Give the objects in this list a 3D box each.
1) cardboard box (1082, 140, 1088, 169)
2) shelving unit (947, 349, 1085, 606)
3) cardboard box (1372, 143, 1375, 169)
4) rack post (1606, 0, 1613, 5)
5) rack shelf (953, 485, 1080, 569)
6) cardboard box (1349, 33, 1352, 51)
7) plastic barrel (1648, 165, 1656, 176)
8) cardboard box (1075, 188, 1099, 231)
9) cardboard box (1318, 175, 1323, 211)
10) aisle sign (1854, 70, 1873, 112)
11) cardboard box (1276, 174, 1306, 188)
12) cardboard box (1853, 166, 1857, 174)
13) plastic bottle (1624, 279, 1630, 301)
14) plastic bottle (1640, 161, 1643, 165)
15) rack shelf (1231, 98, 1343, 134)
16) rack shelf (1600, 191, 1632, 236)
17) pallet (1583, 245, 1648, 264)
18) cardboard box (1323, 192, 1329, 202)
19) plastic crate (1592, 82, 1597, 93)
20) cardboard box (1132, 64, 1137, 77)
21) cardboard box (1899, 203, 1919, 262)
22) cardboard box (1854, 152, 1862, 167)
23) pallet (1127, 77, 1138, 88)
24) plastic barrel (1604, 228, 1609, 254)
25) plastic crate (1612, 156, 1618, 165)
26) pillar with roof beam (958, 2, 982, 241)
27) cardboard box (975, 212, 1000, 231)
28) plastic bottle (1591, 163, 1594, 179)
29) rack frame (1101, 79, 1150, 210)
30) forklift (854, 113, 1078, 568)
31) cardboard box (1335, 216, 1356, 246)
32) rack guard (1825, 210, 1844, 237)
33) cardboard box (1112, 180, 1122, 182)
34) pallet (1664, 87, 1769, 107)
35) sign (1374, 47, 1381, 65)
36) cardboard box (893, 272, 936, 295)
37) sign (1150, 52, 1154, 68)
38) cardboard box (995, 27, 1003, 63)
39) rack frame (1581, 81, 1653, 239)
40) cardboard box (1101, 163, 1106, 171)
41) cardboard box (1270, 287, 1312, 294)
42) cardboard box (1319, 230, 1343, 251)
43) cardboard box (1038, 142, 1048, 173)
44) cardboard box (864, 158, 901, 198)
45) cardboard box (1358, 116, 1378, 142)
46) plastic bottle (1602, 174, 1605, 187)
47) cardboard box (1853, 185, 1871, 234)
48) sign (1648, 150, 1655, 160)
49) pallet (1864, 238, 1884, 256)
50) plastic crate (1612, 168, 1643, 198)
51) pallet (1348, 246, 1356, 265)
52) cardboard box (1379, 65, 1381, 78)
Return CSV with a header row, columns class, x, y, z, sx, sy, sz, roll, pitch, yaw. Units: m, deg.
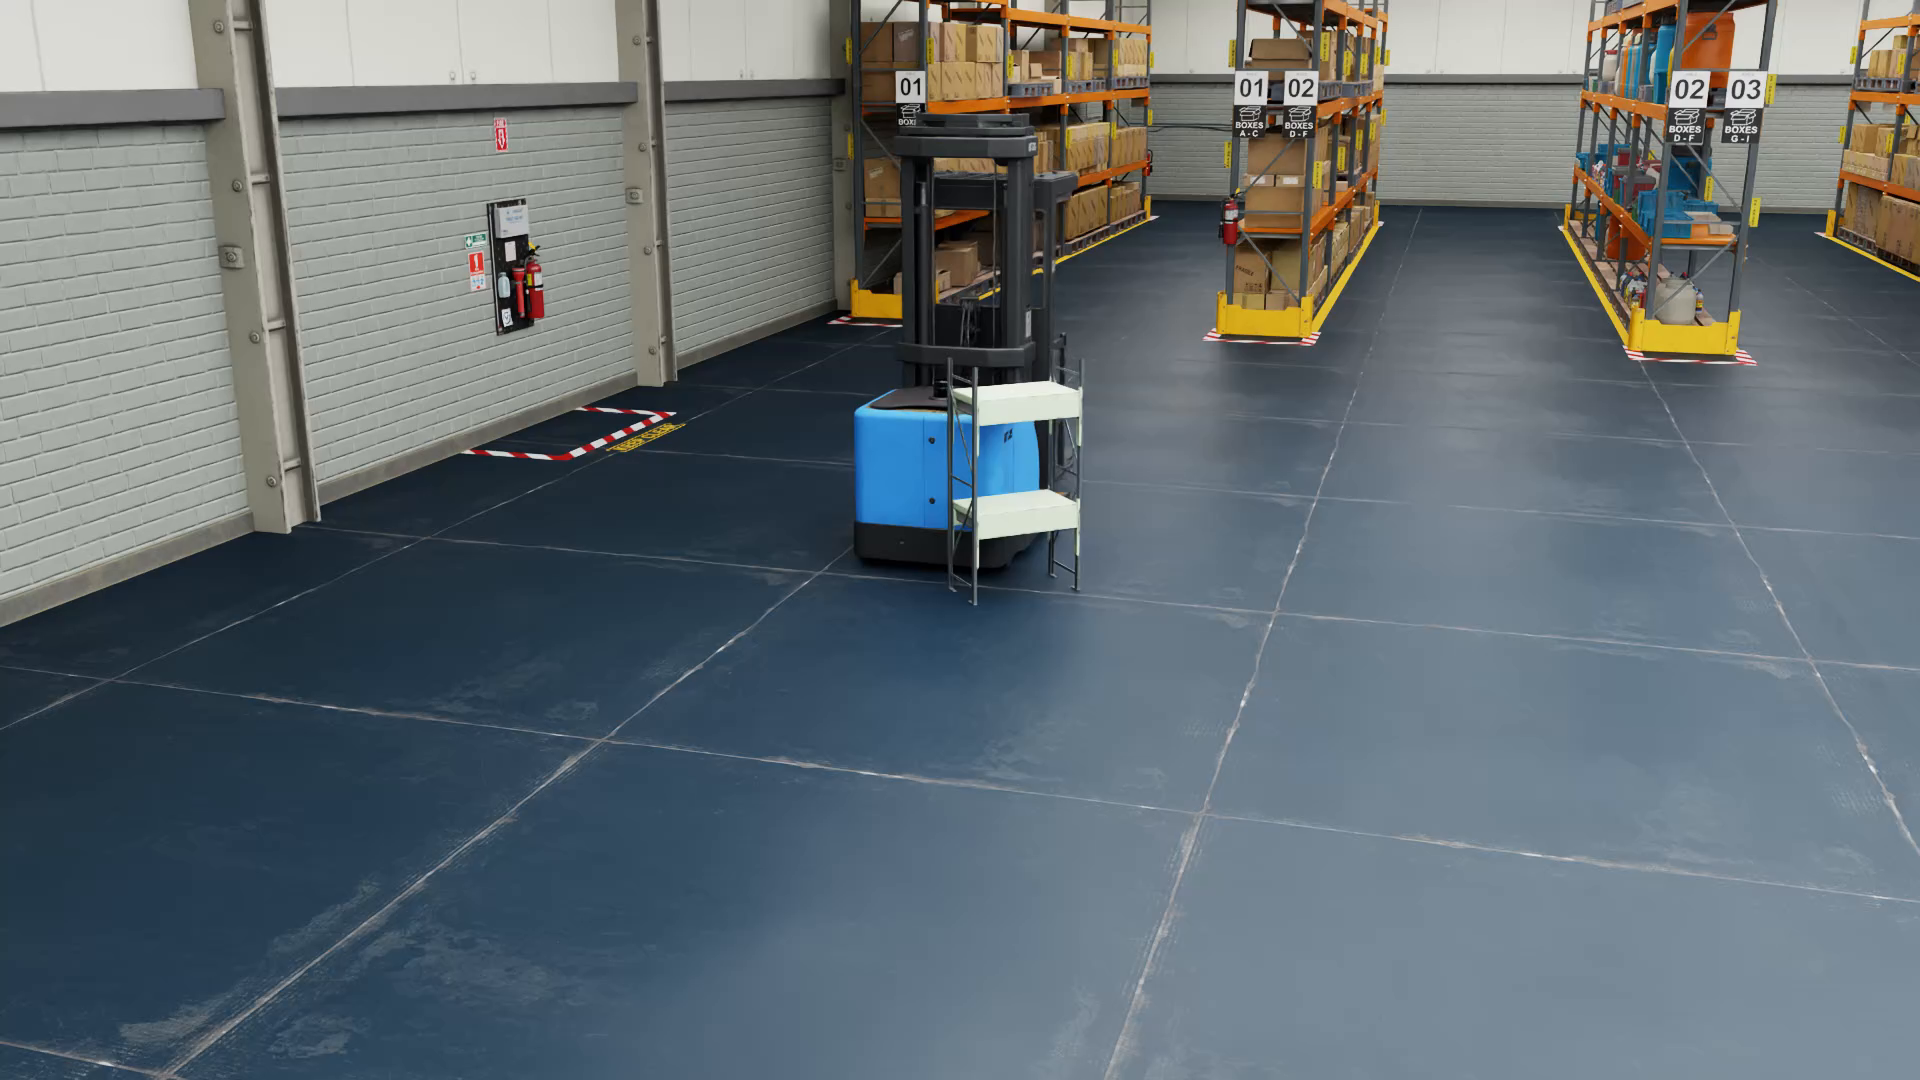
class,x,y,z,sx,sy,sz,roll,pitch,yaw
cardboard box,2.052,-7.109,30.630,0.500,0.500,0.500,5,16,16
shelving unit,0.346,-0.403,10.502,0.755,1.500,0.431,-7,17,-24
cardboard box,7.949,-7.623,33.025,0.500,0.500,0.500,5,16,16
rack post,11.735,-9.445,28.775,0.937,0.300,0.954,4,16,15
rack shelf,0.346,-0.090,10.591,0.720,0.370,0.431,-7,17,-24
cardboard box,6.394,-8.371,28.332,0.500,0.500,0.500,5,16,16
plastic barrel,10.660,-5.424,25.251,0.421,0.512,0.421,0,16,0
cardboard box,2.196,-6.336,31.841,0.750,0.750,0.750,5,17,18
cardboard box,4.719,-4.898,23.417,0.700,0.500,0.500,4,16,15
aisle sign,17.623,-8.768,32.481,0.394,0.787,0.004,5,16,16
cardboard box,4.164,-4.505,20.842,0.380,0.149,0.250,5,16,15
cardboard box,17.182,-7.018,31.536,0.380,0.149,0.250,4,16,15
plastic bottle,8.963,-3.356,22.337,0.061,0.283,0.133,5,17,18
plastic bottle,12.057,-6.523,29.421,0.144,0.351,0.185,5,16,16
rack shelf,4.414,-5.679,22.174,1.077,0.370,4.000,5,16,16
rack shelf,10.299,-4.897,24.916,1.077,0.370,4.000,5,16,16
pallet,11.400,-4.952,28.903,1.003,0.211,1.213,5,16,16
cardboard box,5.430,-5.200,25.126,0.380,0.149,0.250,5,16,16
plastic crate,11.835,-8.288,30.445,0.450,0.188,0.662,5,16,16
cardboard box,3.399,-9.764,34.580,0.500,0.250,0.500,4,16,14
cardboard box,16.093,-4.974,26.992,1.225,0.875,0.875,5,16,16
cardboard box,17.207,-7.174,31.354,0.500,0.250,0.500,4,16,14
pallet,3.097,-9.513,34.537,1.003,0.211,1.213,5,16,16
plastic barrel,11.065,-5.055,27.946,0.421,0.512,0.421,0,16,0
plastic crate,12.615,-7.170,31.718,0.437,0.282,0.530,5,16,16
pillar with roof beam,4.298,-8.814,26.413,9.100,9.000,0.400,5,16,16
cardboard box,0.547,-5.167,26.951,0.500,0.250,0.500,4,16,15
plastic bottle,11.491,-6.694,30.146,0.061,0.283,0.133,5,16,16
rack frame,3.642,-8.628,36.750,1.000,3.000,0.127,5,16,16
forklift,0.208,-1.584,12.043,1.130,2.935,3.031,5,17,17
cardboard box,6.666,-5.395,29.127,0.500,0.500,0.500,4,16,14
rack guard,17.897,-6.279,33.050,1.175,0.500,0.348,5,16,16
cardboard box,3.383,-7.796,36.442,0.380,0.149,0.250,5,17,16
pallet,8.923,-5.234,19.636,1.003,0.211,1.213,5,16,16
sign,7.789,-9.037,31.027,0.100,0.325,0.005,5,16,16
cardboard box,-0.622,-3.534,22.912,0.500,0.311,0.500,3,16,10
sign,4.159,-10.413,36.069,0.100,0.325,0.005,5,16,16
cardboard box,0.350,-7.318,24.583,0.500,0.500,0.500,3,16,11
rack frame,12.004,-6.813,30.352,1.000,3.000,0.127,5,16,16
cardboard box,2.632,-7.292,32.463,0.380,0.149,0.250,5,17,17
cardboard box,4.350,-3.192,21.855,0.500,0.250,0.500,5,16,16
cardboard box,5.775,-4.745,26.303,0.500,0.311,0.500,5,17,17
cardboard box,1.112,-6.522,28.338,0.700,0.500,0.500,3,16,11
cardboard box,-0.974,-4.880,22.400,0.500,0.500,0.500,4,16,15
cardboard box,8.098,-8.233,33.344,0.500,0.500,0.500,5,17,18
plastic bottle,10.745,-5.983,27.663,0.097,0.271,0.097,0,16,0
cardboard box,17.526,-6.243,31.468,0.875,0.875,0.875,5,16,16
sign,12.531,-6.903,30.162,0.100,0.325,0.005,5,16,16
pallet,17.044,-5.280,30.058,1.003,0.211,1.213,5,16,16
plastic crate,10.115,-5.398,25.247,0.402,0.464,0.583,5,16,16
pallet,6.368,-5.002,29.079,1.003,0.211,1.213,5,16,16
cardboard box,8.204,-9.440,33.477,0.500,0.250,0.500,5,16,16
